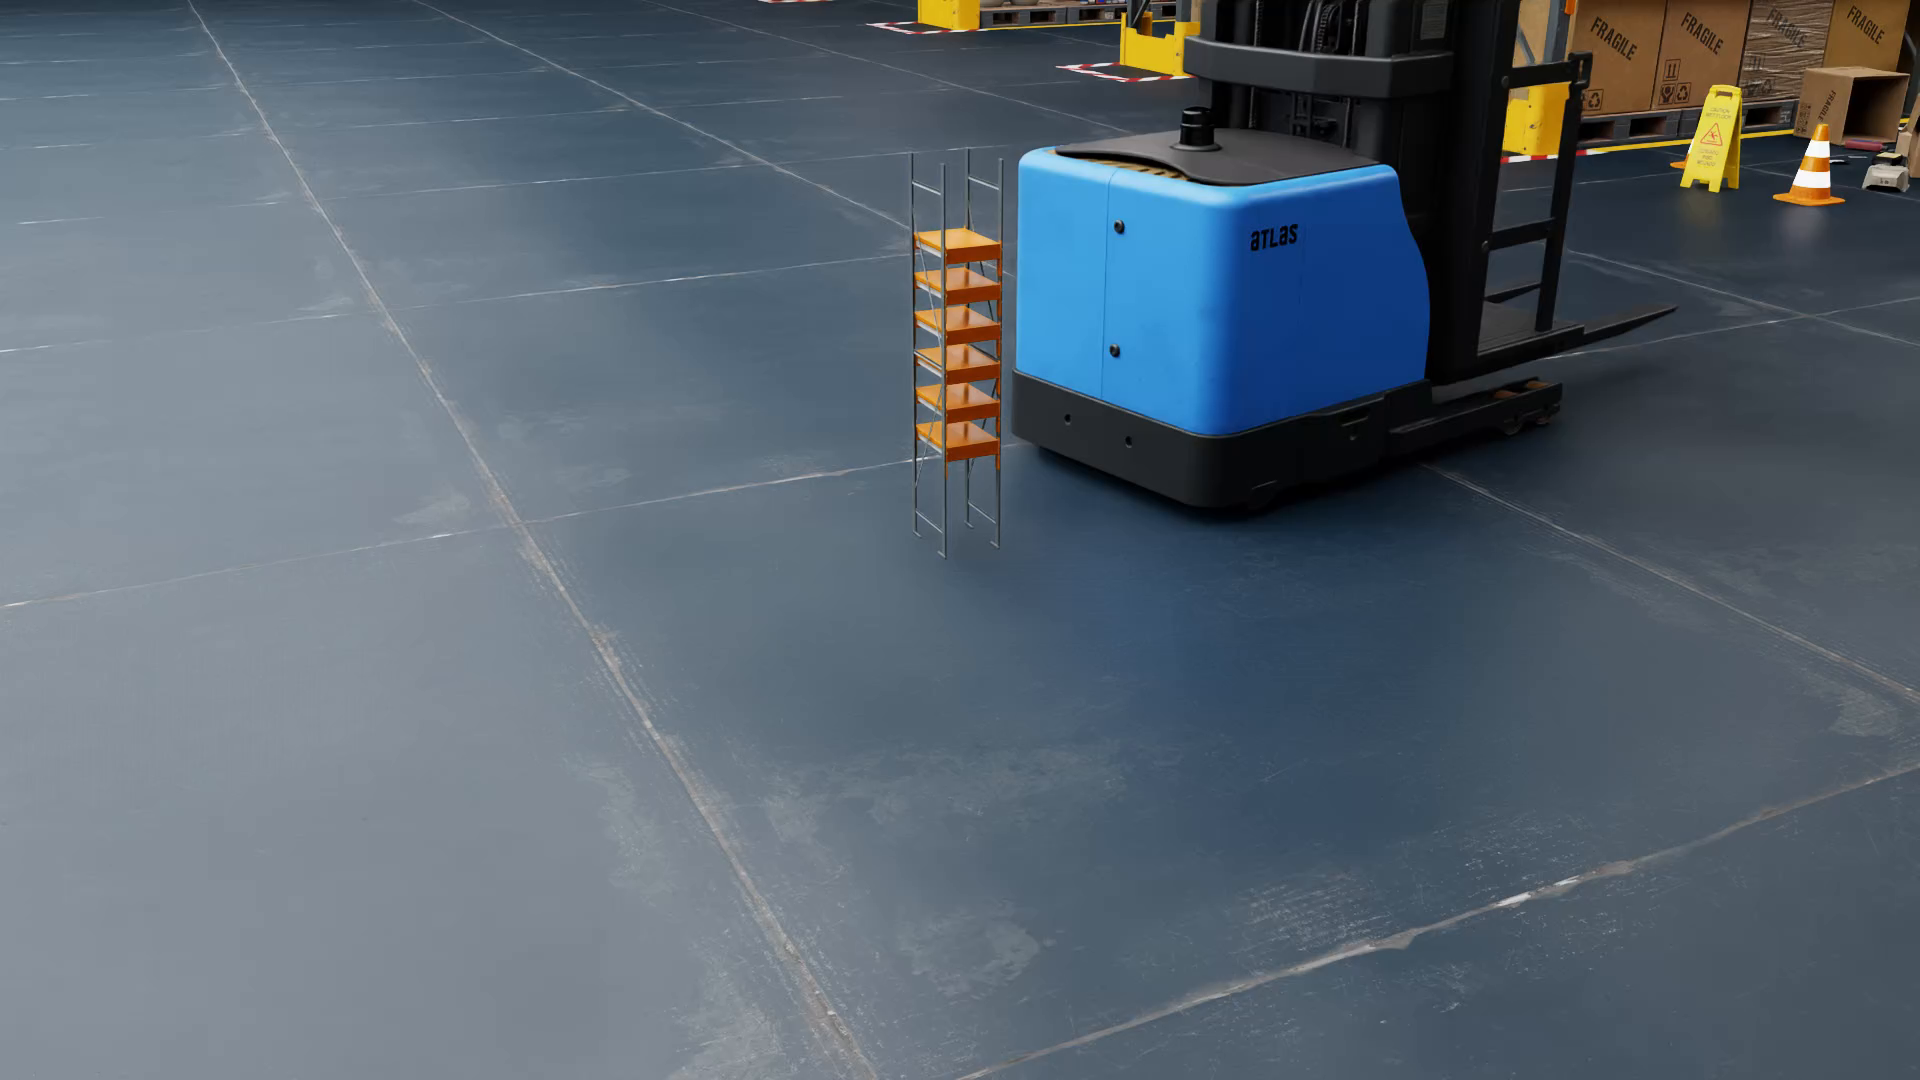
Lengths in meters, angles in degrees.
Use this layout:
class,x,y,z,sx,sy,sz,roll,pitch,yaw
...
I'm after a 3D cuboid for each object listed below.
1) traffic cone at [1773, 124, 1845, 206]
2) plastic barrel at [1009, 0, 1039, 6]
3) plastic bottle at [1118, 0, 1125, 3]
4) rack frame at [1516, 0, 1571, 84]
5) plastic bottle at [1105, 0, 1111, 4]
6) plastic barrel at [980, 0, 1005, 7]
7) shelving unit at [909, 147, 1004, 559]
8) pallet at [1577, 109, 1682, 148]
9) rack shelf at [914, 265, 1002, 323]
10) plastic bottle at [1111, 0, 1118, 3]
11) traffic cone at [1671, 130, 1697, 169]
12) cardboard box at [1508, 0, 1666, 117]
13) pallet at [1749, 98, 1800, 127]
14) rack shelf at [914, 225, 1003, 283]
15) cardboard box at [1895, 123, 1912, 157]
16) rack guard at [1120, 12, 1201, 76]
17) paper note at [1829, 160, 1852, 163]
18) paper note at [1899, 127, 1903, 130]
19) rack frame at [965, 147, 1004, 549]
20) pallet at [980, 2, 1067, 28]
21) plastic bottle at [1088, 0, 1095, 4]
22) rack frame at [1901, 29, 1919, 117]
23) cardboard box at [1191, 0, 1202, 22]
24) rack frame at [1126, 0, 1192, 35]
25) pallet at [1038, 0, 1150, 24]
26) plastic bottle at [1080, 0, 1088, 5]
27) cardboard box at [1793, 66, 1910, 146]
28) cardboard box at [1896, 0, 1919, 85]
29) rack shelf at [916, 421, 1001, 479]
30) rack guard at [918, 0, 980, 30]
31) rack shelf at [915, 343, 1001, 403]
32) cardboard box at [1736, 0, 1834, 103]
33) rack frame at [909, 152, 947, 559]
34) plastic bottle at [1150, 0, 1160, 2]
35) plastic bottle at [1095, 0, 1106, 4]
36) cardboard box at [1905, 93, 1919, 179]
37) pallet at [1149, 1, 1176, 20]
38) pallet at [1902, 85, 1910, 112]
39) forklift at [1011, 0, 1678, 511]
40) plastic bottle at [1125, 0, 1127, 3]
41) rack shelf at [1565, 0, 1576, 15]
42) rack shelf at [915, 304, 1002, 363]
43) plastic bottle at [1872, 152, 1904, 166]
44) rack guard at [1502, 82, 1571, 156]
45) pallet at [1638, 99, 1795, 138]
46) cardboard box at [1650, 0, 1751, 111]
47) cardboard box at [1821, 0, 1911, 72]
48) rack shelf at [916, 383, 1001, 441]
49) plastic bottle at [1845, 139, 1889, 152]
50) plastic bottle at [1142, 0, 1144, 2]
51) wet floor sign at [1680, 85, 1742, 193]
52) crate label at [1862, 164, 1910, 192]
class,x,y,z,sx,sy,sz,roll,pitch,yaw
traffic cone,5.291,-2.332,10.280,0.334,0.463,0.336,-10,25,-24
plastic barrel,0.816,-7.048,21.058,0.421,0.512,0.421,0,22,0
plastic bottle,2.062,-6.978,21.270,0.097,0.201,0.097,0,22,0
rack frame,4.013,-4.352,11.841,0.127,3.000,1.000,-10,25,-24
plastic bottle,1.882,-6.978,21.177,0.097,0.271,0.097,0,22,0
plastic barrel,0.364,-6.965,20.857,0.421,0.512,0.421,0,22,0
shelving unit,-0.013,-0.552,5.015,0.189,1.200,0.258,-10,25,-24
pallet,4.699,-3.223,12.760,1.213,0.211,1.003,-10,25,-24
rack shelf,-0.013,-0.733,4.940,0.180,0.103,0.258,-10,25,-24
plastic bottle,1.972,-6.994,21.217,0.097,0.271,0.097,0,22,0
traffic cone,5.107,-2.778,11.357,0.334,0.463,0.336,-10,25,-24
cardboard box,4.595,-3.699,12.494,0.875,0.875,0.875,-10,25,-23
pallet,6.898,-3.628,13.738,1.213,0.211,1.003,-10,25,-24
rack shelf,-0.013,-0.844,4.894,0.180,0.103,0.258,-10,25,-24
cardboard box,6.867,-2.832,11.745,0.258,0.266,0.396,-6,23,-14
rack guard,2.021,-4.935,16.519,0.348,0.500,1.175,-10,25,-24
paper note,6.124,-2.647,11.607,0.142,0.017,0.144,-2,23,-5
paper note,7.404,-3.220,12.988,0.147,0.020,0.142,10,24,22
rack frame,0.069,-0.567,5.051,0.006,1.200,0.240,-10,25,-24
pallet,0.587,-6.658,21.059,1.213,0.211,1.003,-10,25,-24
plastic bottle,1.667,-6.906,21.094,0.097,0.201,0.097,0,22,0
rack frame,7.617,-5.015,13.444,0.127,3.000,1.000,-10,25,-24
cardboard box,2.523,-5.215,16.645,0.500,0.500,0.500,-6,23,-14
rack frame,1.953,-6.078,16.011,0.127,3.000,1.000,-10,25,-24
pallet,1.685,-6.859,21.544,1.213,0.211,1.003,-10,25,-24
plastic bottle,1.573,-6.921,21.039,0.097,0.271,0.097,0,22,0
cardboard box,6.663,-3.250,12.445,0.500,0.500,0.500,-6,23,-14
cardboard box,8.137,-4.304,14.118,0.750,0.750,1.050,-11,25,-24
rack shelf,-0.013,-0.289,5.124,0.180,0.103,0.258,-10,25,-24
rack guard,-0.147,-6.659,20.682,0.348,0.500,1.175,-10,25,-24
rack shelf,-0.013,-0.511,5.032,0.180,0.103,0.258,-10,25,-24
cardboard box,6.209,-3.997,13.212,0.875,0.875,0.875,-10,25,-23
rack frame,-0.095,-0.537,4.978,0.006,1.200,0.240,-10,25,-24
plastic bottle,2.490,-7.136,21.456,0.185,0.351,0.144,-11,25,-24
plastic bottle,1.785,-6.958,21.113,0.133,0.283,0.061,-10,25,-23
cardboard box,6.735,-2.673,11.049,0.797,0.503,0.637,10,24,22
pallet,2.786,-7.063,22.036,1.213,0.211,1.003,-10,25,-24
pallet,8.280,-3.881,14.349,1.213,0.211,1.003,-10,25,-24
forklift,1.657,-1.887,5.976,3.031,2.935,1.130,-17,28,-35
plastic bottle,2.155,-7.028,21.298,0.097,0.271,0.097,0,22,0
rack shelf,5.815,-4.351,12.780,4.000,0.370,1.077,-10,25,-24
rack shelf,-0.013,-0.622,4.986,0.180,0.103,0.258,-10,25,-24
plastic bottle,6.473,-2.657,11.588,0.133,0.061,0.283,20,30,40
rack guard,3.991,-3.193,12.309,0.348,0.500,1.175,-10,25,-24
pallet,5.797,-3.424,13.245,1.213,0.211,1.003,-10,25,-24
cardboard box,5.387,-3.846,12.848,0.875,0.875,0.875,-11,25,-24
cardboard box,7.020,-4.147,13.576,0.875,0.875,0.875,-10,25,-23
rack shelf,-0.013,-0.400,5.078,0.180,0.103,0.258,-10,25,-24
plastic bottle,6.612,-2.868,12.100,0.283,0.061,0.133,20,30,40
plastic bottle,2.341,-7.076,21.408,0.135,0.276,0.152,-10,24,-23
wet floor sign,4.845,-2.577,10.631,0.232,0.644,0.267,-15,27,-33
crate label,5.972,-2.334,10.709,0.250,0.136,0.298,15,27,31
